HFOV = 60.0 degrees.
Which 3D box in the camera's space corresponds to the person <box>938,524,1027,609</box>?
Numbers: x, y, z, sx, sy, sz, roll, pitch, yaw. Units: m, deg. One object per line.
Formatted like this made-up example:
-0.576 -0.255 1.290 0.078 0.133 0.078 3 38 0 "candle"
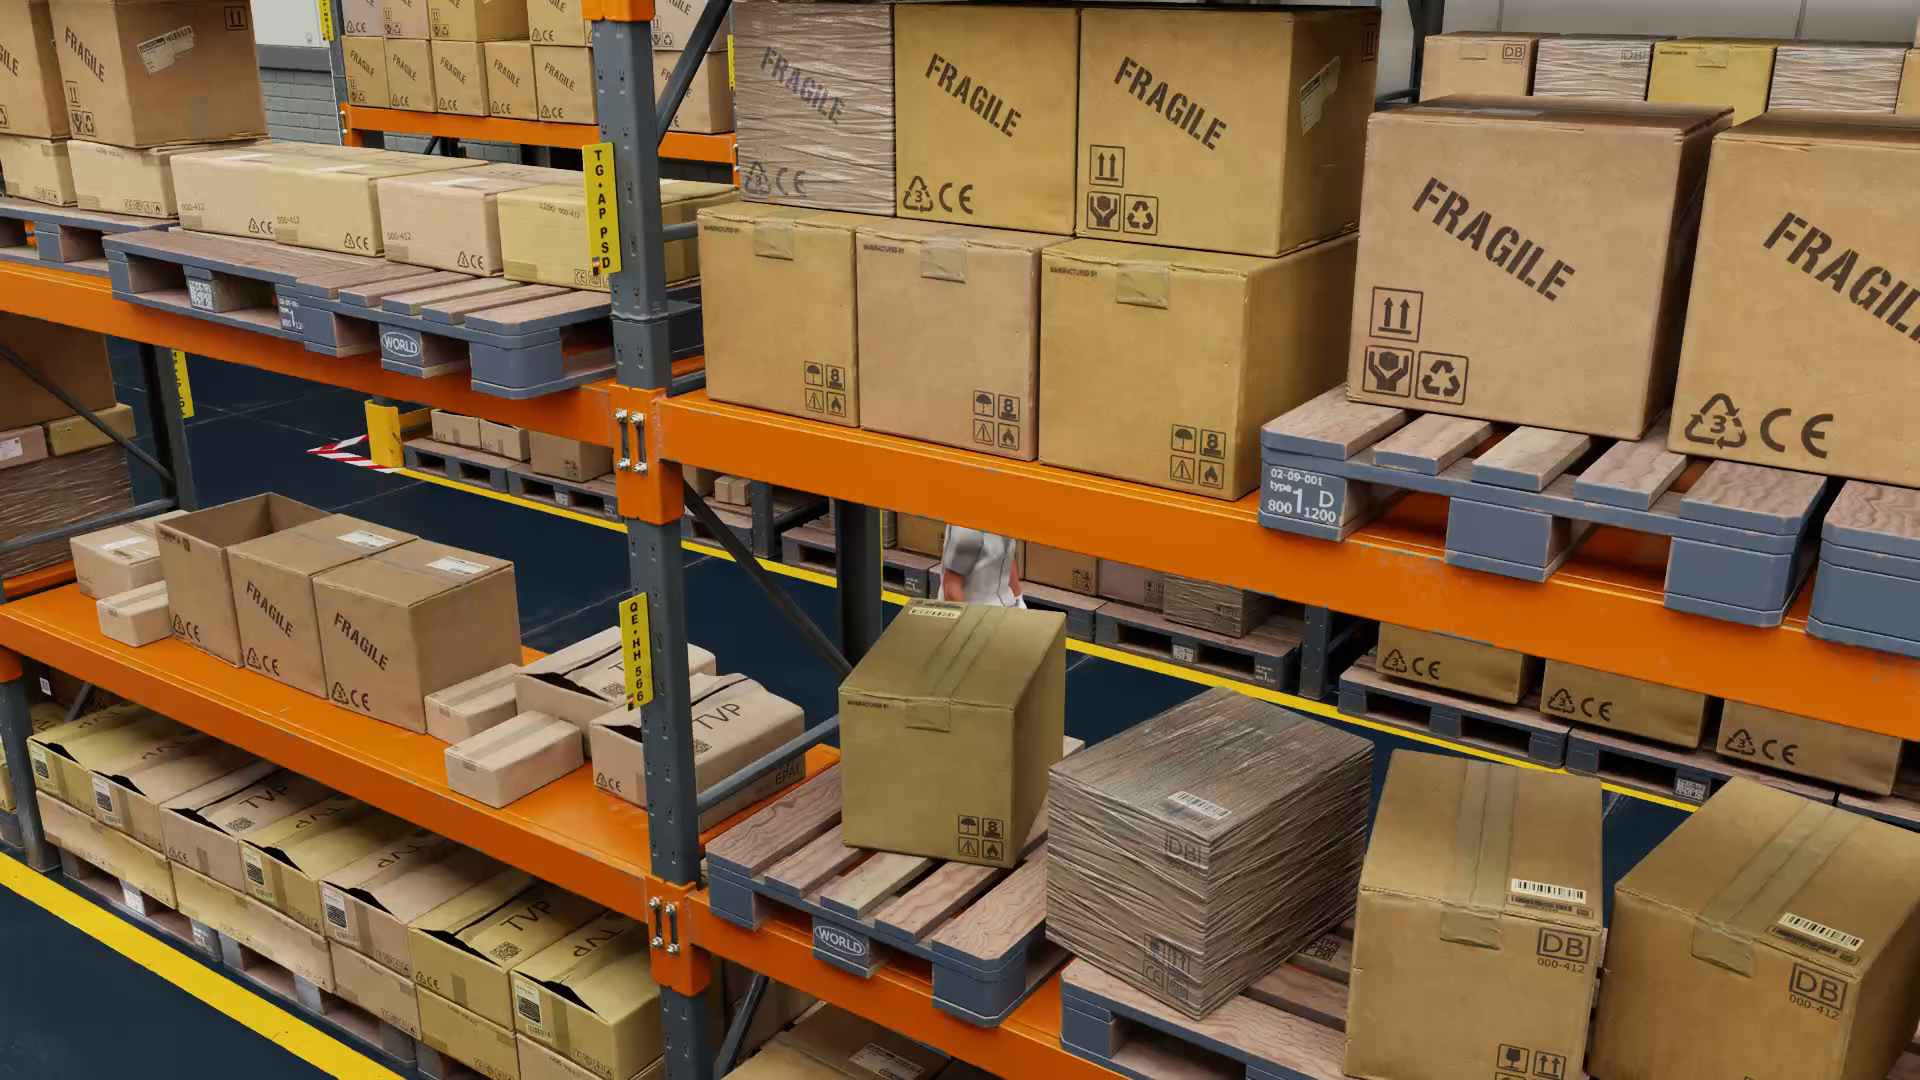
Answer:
0.134 0.393 7.945 0.447 1.780 0.623 12 23 30 "person"
